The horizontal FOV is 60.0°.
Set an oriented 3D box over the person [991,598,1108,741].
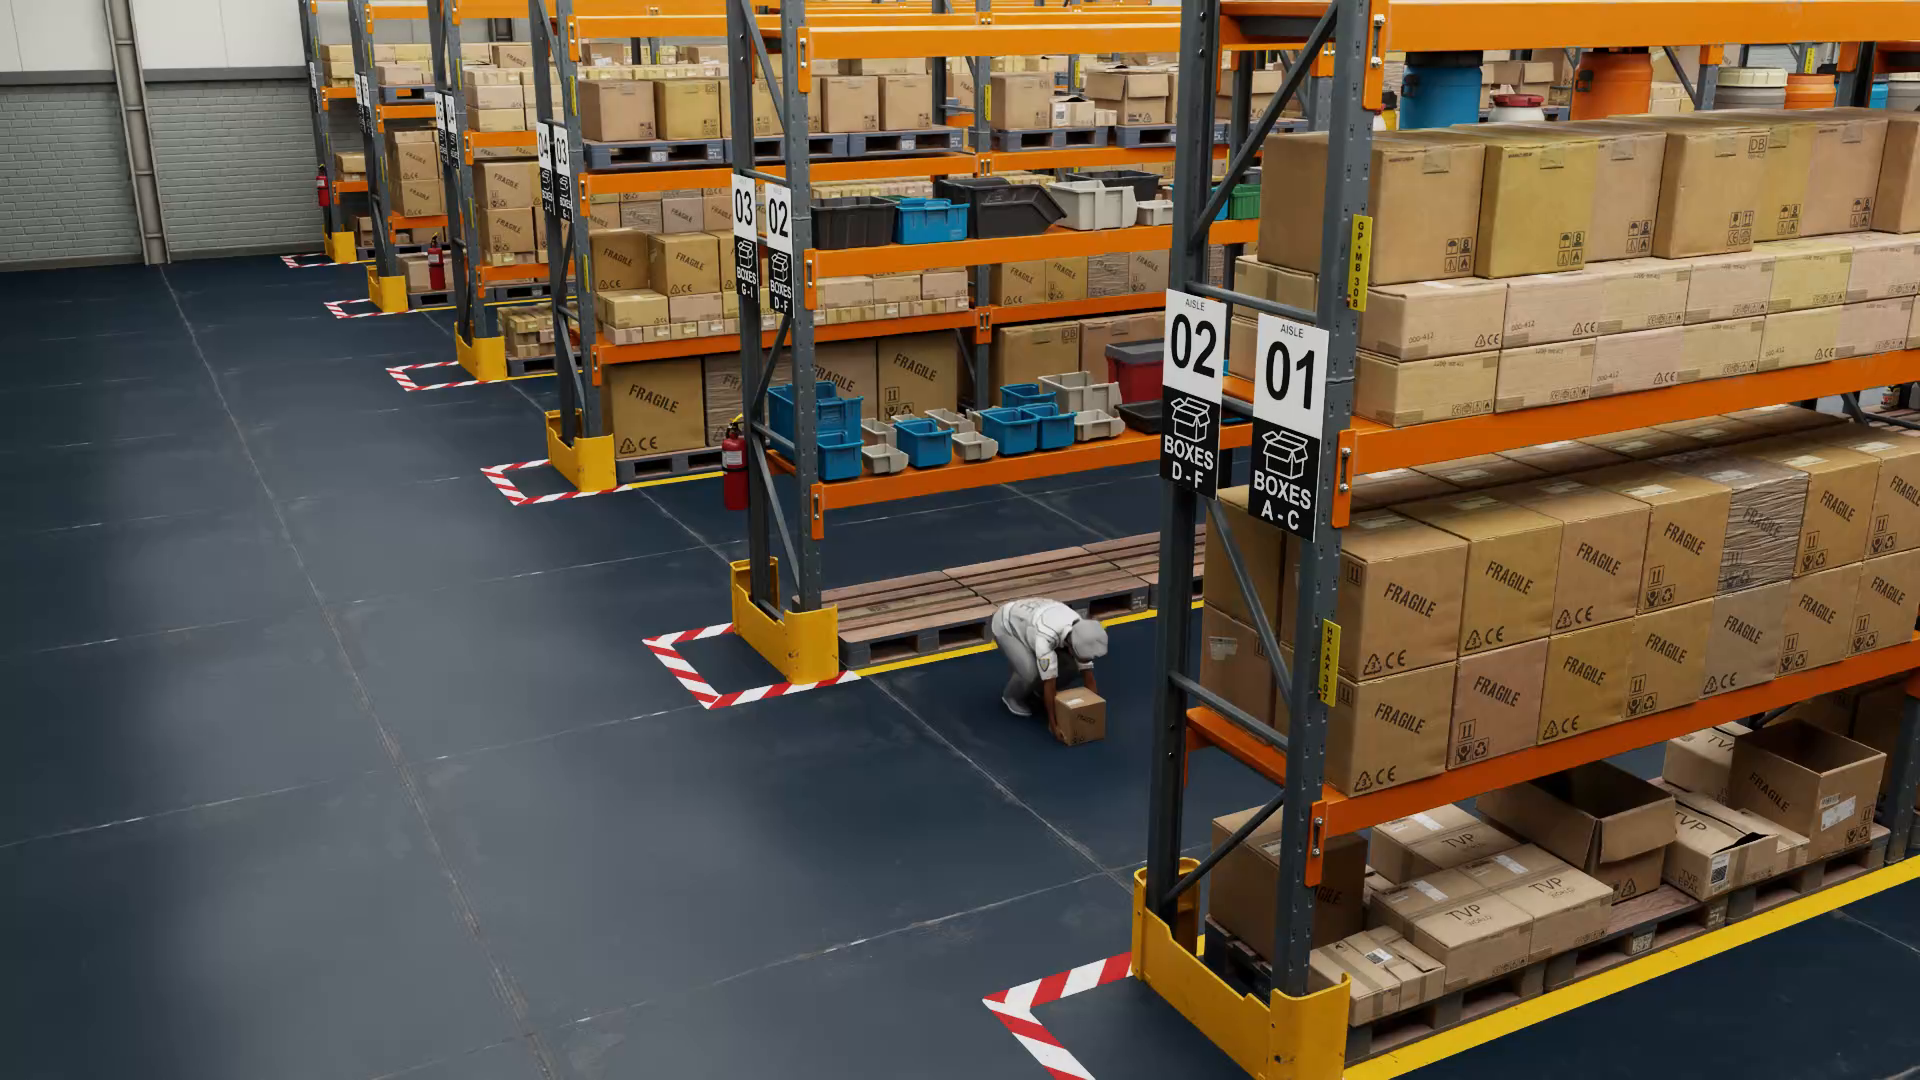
[{"bbox_3d":[0.560,0.759,10.351,0.457,0.763,0.926,-10,21,-28],"label":"person"}]
